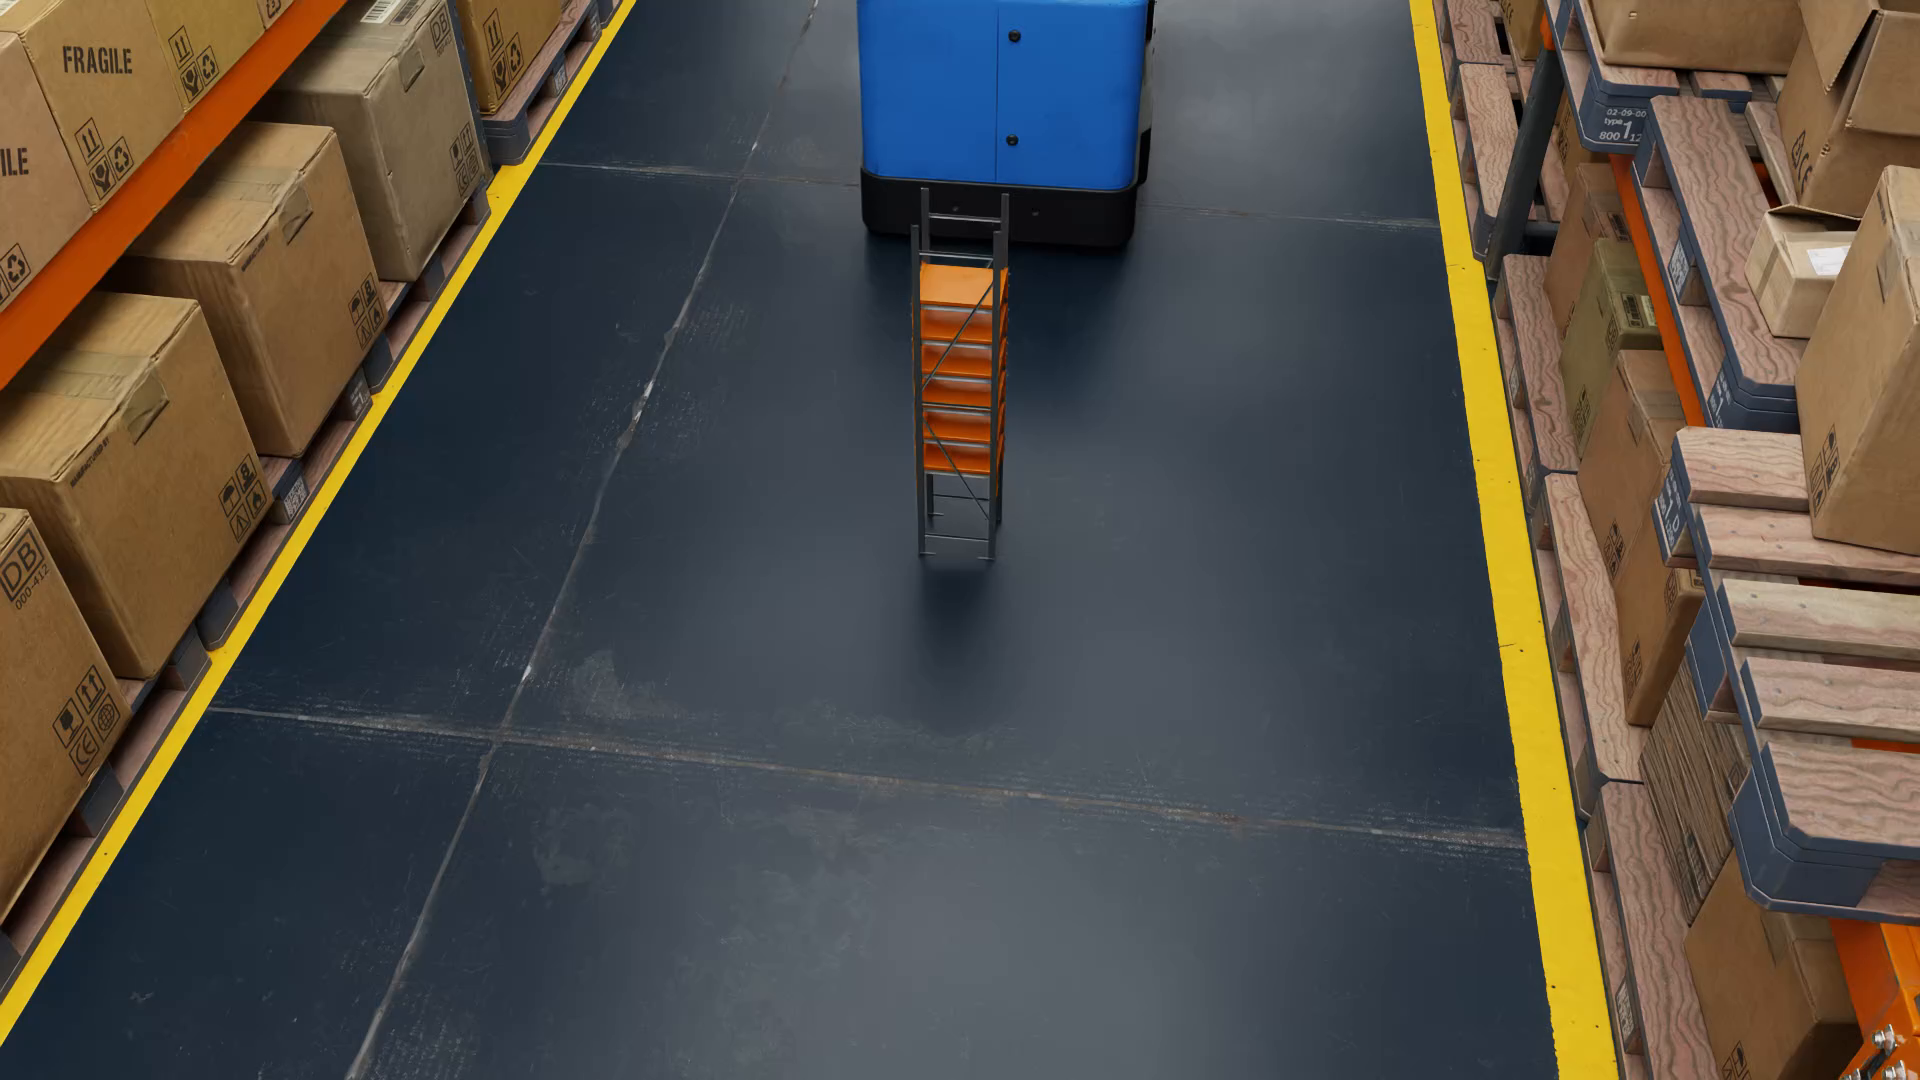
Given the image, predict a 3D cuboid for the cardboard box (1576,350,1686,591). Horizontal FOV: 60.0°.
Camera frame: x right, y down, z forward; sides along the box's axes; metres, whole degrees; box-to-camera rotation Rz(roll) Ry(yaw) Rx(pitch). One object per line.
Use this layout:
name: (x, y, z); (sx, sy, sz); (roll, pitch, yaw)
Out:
cardboard box: (2.235, -0.188, 4.765); (0.700, 0.500, 0.500); (2, 43, 2)

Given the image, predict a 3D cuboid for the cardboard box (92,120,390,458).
cardboard box: (-2.535, -0.825, 5.270); (1.050, 0.750, 0.750); (5, 44, 6)

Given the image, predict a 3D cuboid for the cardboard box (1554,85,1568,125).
cardboard box: (2.653, -1.962, 6.653); (0.500, 0.500, 0.500); (19, 46, 19)

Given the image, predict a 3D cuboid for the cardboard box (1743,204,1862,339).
cardboard box: (1.917, -0.596, 3.490); (0.396, 0.266, 0.258); (4, 44, 4)

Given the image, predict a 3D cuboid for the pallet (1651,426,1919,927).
pallet: (1.952, 0.243, 2.951); (1.213, 0.211, 1.003); (5, 44, 6)

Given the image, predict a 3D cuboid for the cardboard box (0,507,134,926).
cardboard box: (-2.770, 0.406, 3.970); (1.050, 0.750, 0.750); (5, 44, 5)

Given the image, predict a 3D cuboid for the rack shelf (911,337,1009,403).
rack shelf: (0.002, -0.500, 4.796); (0.258, 0.103, 0.180); (5, 44, 6)

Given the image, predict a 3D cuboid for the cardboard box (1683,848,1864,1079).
cardboard box: (2.033, 0.958, 3.555); (0.700, 0.500, 0.500); (3, 44, 3)

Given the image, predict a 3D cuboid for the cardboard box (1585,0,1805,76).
cardboard box: (2.249, -1.899, 4.332); (1.000, 1.000, 1.000); (6, 44, 6)

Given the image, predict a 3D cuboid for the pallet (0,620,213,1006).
pallet: (-2.760, 0.631, 4.430); (1.003, 0.211, 1.213); (5, 44, 6)

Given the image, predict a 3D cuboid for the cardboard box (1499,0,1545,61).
cardboard box: (2.658, -2.393, 7.108); (0.500, 0.500, 0.500); (2, 43, 2)

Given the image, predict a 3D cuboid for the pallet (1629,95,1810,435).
pallet: (2.185, -0.615, 3.857); (1.003, 0.211, 1.213); (5, 44, 6)

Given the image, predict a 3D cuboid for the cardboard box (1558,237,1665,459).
cardboard box: (2.308, -0.570, 5.168); (0.700, 0.500, 0.500); (5, 44, 5)

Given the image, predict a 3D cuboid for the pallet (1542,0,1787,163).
pallet: (2.247, -1.480, 4.771); (1.003, 0.211, 1.213); (5, 44, 6)

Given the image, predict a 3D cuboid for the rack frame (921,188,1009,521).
rack frame: (0.014, -0.508, 4.914); (0.240, 1.200, 0.006); (5, 44, 6)

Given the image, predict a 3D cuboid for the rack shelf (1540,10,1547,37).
rack shelf: (2.757, -3.159, 6.928); (1.077, 0.370, 4.000); (5, 44, 6)

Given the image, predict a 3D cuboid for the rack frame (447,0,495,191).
rack frame: (-2.410, -2.577, 5.790); (1.000, 3.000, 0.127); (5, 44, 6)

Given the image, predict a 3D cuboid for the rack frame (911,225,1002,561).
rack frame: (-0.010, -0.383, 4.782); (0.240, 1.200, 0.006); (5, 44, 6)

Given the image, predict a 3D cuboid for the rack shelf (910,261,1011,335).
rack shelf: (0.002, -0.675, 4.631); (0.258, 0.103, 0.180); (5, 44, 6)

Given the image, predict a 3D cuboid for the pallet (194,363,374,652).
pallet: (-2.597, -0.198, 5.306); (1.003, 0.211, 1.213); (5, 44, 6)

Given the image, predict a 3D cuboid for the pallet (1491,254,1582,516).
pallet: (2.391, -0.514, 5.640); (1.003, 0.211, 1.213); (5, 44, 6)

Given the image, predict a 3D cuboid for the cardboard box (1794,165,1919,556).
cardboard box: (1.970, -0.281, 2.987); (0.700, 0.500, 0.500); (11, 45, 12)

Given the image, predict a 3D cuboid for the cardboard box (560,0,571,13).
cardboard box: (-2.143, -2.995, 7.472); (0.875, 0.875, 0.875); (6, 44, 6)

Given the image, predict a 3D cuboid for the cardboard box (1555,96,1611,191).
cardboard box: (2.585, -1.571, 6.241); (0.500, 0.500, 0.500); (4, 44, 4)

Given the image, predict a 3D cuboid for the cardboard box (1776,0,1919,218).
cardboard box: (2.355, -1.058, 3.805); (0.797, 0.503, 0.637); (9, 44, 10)

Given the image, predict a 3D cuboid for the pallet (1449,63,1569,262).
pallet: (2.546, -1.506, 6.687); (1.003, 0.211, 1.213); (5, 44, 6)

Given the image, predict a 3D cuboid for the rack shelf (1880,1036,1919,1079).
rack shelf: (1.699, 2.293, 1.170); (1.077, 0.370, 4.000); (5, 44, 6)

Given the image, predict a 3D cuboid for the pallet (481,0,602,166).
pallet: (-2.232, -2.076, 7.289); (1.003, 0.211, 1.213); (5, 44, 6)

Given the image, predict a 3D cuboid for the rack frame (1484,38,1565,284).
rack frame: (2.493, -2.058, 5.241); (1.000, 3.000, 0.127); (5, 44, 6)

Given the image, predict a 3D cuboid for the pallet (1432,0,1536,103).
pallet: (2.705, -2.340, 7.568); (1.003, 0.211, 1.213); (5, 44, 6)

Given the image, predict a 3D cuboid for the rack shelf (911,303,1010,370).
rack shelf: (0.002, -0.588, 4.713); (0.258, 0.103, 0.180); (5, 44, 6)

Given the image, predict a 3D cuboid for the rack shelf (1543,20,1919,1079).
rack shelf: (2.228, -0.433, 4.049); (1.077, 0.370, 4.000); (5, 44, 6)

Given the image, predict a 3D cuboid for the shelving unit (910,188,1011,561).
shelving unit: (0.002, -0.446, 4.848); (0.258, 1.200, 0.189); (5, 44, 6)

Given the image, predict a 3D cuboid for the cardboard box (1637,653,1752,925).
cardboard box: (2.093, 0.579, 3.955); (0.700, 0.500, 0.500); (2, 43, 2)

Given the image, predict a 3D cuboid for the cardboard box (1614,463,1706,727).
cardboard box: (2.161, 0.192, 4.364); (0.700, 0.500, 0.500); (9, 44, 9)

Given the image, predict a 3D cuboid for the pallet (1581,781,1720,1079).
pallet: (2.069, 1.149, 3.883); (1.003, 0.211, 1.213); (5, 44, 6)

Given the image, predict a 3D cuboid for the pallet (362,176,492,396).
pallet: (-2.438, -1.032, 6.186); (1.003, 0.211, 1.213); (5, 44, 6)

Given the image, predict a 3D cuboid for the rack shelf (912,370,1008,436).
rack shelf: (0.002, -0.413, 4.878); (0.258, 0.103, 0.180); (5, 44, 6)

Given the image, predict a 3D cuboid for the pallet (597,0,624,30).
pallet: (-2.074, -2.910, 8.169); (1.003, 0.211, 1.213); (5, 44, 6)

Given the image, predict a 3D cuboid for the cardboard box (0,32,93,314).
cardboard box: (-2.481, -0.859, 3.903); (0.500, 0.500, 0.500); (5, 44, 5)

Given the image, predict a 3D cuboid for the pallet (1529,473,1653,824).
pallet: (2.232, 0.320, 4.759); (1.003, 0.211, 1.213); (5, 44, 6)

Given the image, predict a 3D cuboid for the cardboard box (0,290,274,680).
cardboard box: (-2.657, -0.190, 4.600); (1.050, 0.750, 0.750); (6, 44, 6)

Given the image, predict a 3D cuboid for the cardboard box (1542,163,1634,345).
cardboard box: (2.390, -0.893, 5.510); (0.700, 0.500, 0.500); (2, 43, 2)

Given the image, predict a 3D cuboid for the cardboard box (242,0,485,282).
cardboard box: (-2.403, -1.482, 5.964); (1.050, 0.750, 0.750); (5, 44, 5)

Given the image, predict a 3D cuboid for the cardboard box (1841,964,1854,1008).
cardboard box: (2.023, 0.685, 3.298); (0.500, 0.250, 0.500); (7, 44, 7)

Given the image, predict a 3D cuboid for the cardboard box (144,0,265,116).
cardboard box: (-2.348, -1.545, 4.627); (0.500, 0.500, 0.500); (6, 44, 6)

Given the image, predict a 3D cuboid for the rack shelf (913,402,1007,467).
rack shelf: (0.002, -0.326, 4.961); (0.258, 0.103, 0.180); (5, 44, 6)

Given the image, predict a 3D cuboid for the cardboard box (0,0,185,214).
cardboard box: (-2.413, -1.199, 4.262); (0.500, 0.500, 0.500); (5, 44, 5)

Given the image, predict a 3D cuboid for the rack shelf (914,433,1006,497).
rack shelf: (0.002, -0.239, 5.043); (0.258, 0.103, 0.180); (5, 44, 6)

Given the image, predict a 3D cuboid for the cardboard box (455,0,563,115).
cardboard box: (-2.258, -2.381, 6.822); (0.875, 0.875, 0.875); (6, 44, 6)

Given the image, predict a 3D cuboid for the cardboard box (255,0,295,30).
cardboard box: (-2.281, -1.889, 4.991); (0.500, 0.500, 0.500); (5, 44, 5)

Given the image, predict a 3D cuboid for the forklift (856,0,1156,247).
forklift: (0.305, -3.192, 6.490); (1.130, 2.935, 3.031); (5, 44, 5)
